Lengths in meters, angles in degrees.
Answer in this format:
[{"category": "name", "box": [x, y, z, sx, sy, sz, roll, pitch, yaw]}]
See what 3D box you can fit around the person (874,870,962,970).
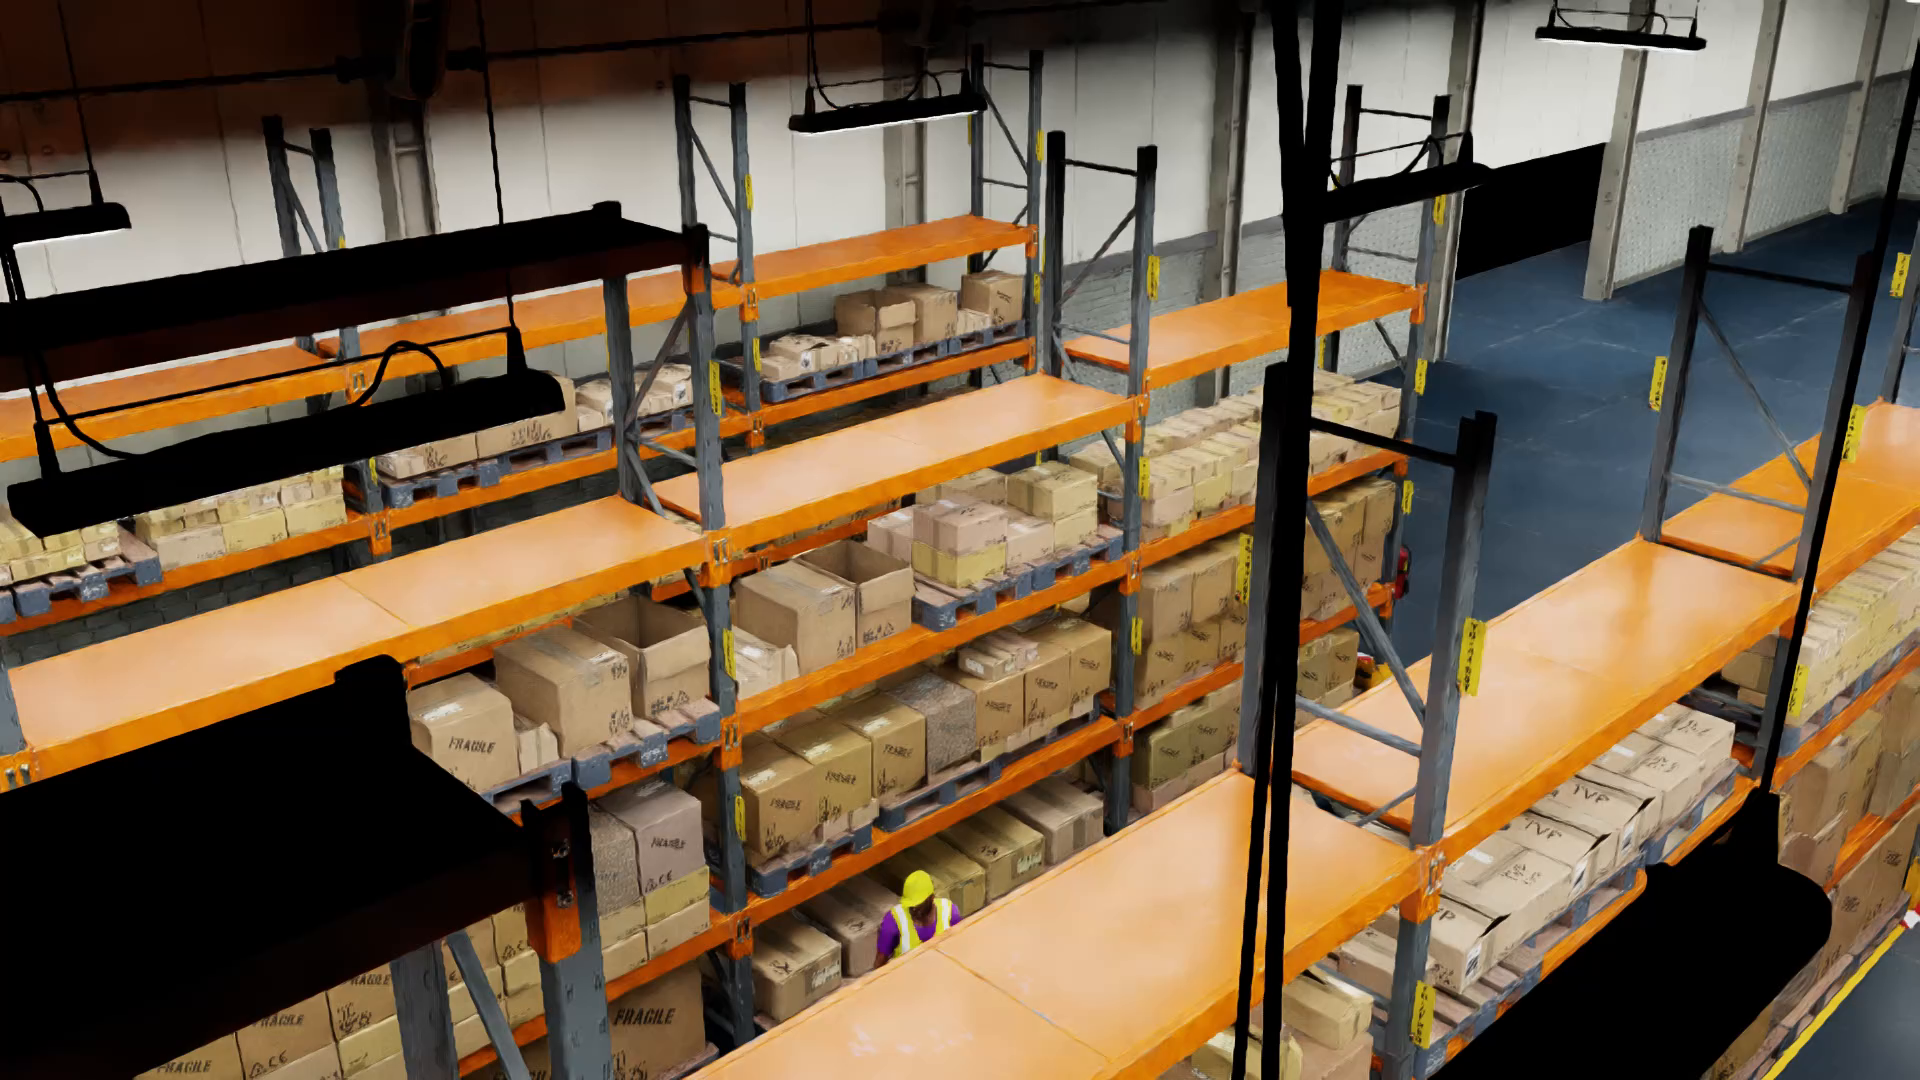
[{"category": "person", "box": [-0.270, 3.018, 11.216, 0.682, 1.760, 0.585, -8, 24, -19]}]
